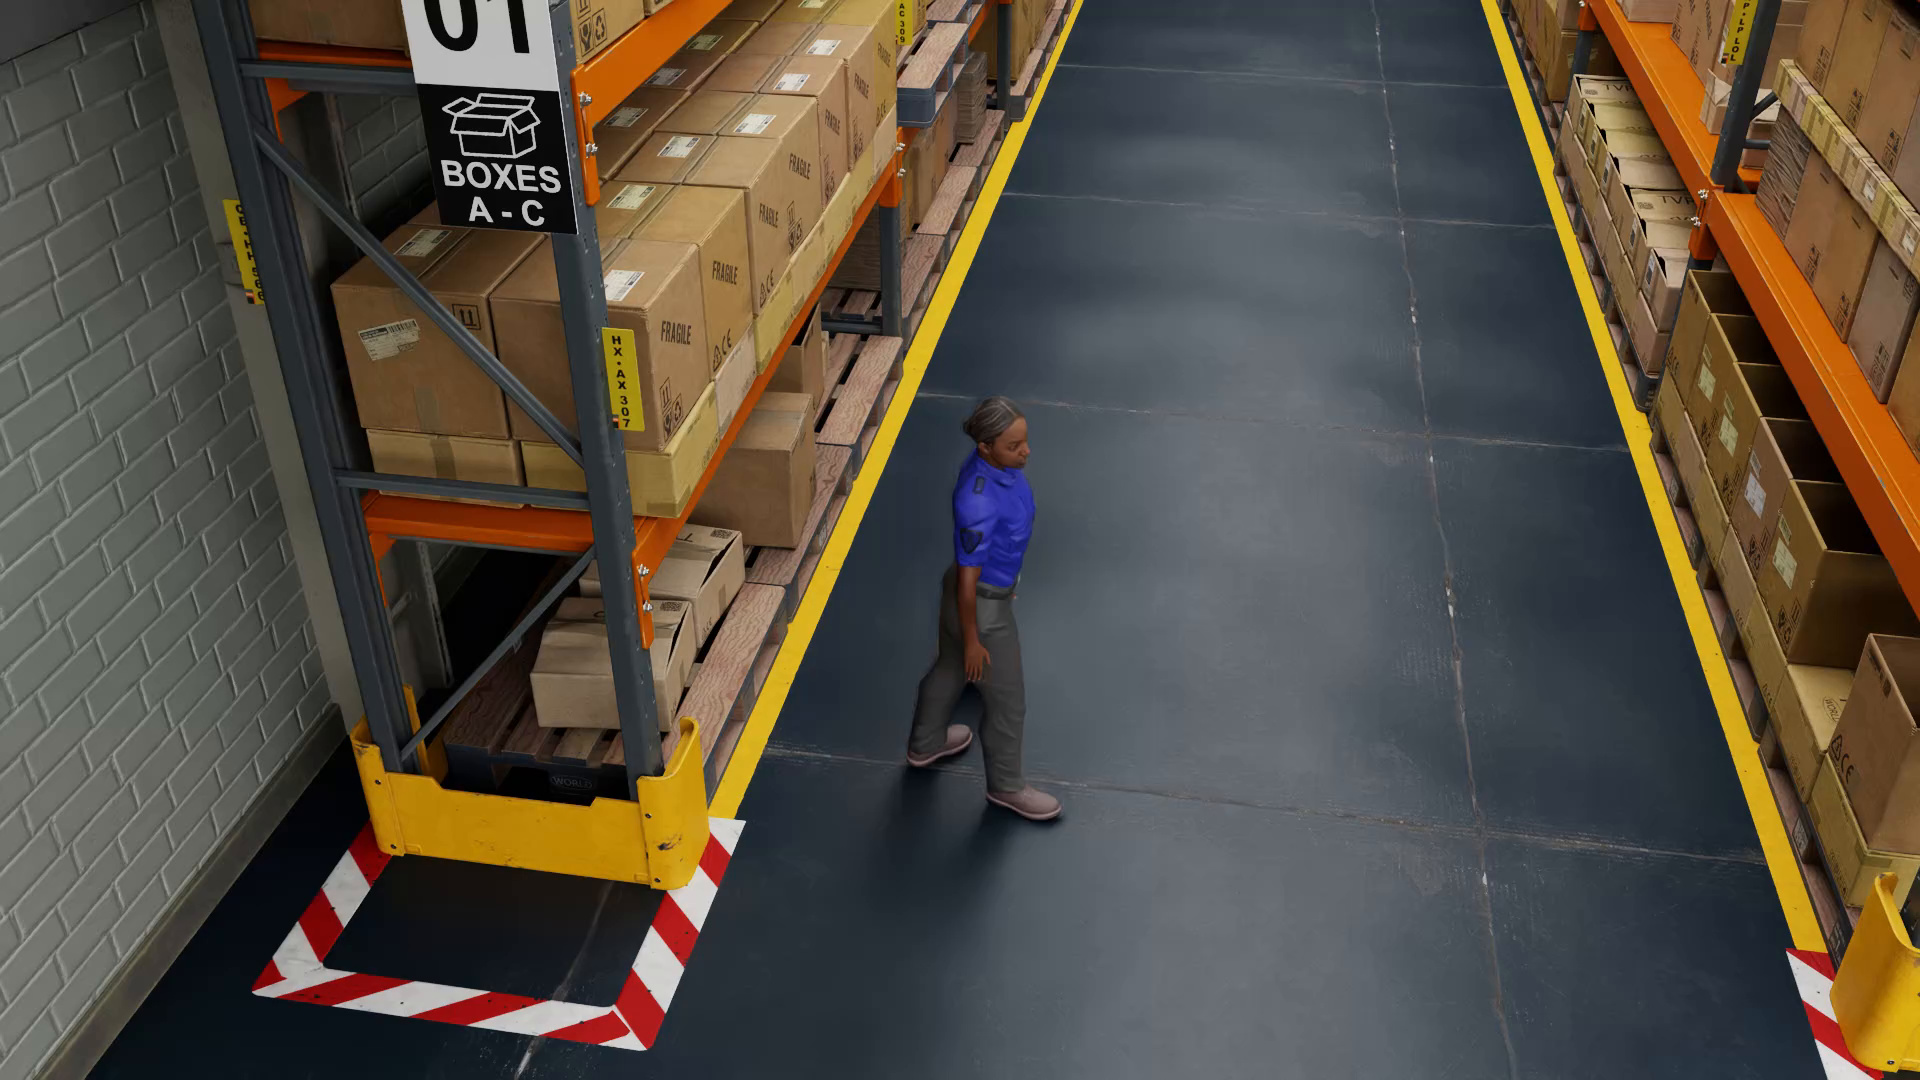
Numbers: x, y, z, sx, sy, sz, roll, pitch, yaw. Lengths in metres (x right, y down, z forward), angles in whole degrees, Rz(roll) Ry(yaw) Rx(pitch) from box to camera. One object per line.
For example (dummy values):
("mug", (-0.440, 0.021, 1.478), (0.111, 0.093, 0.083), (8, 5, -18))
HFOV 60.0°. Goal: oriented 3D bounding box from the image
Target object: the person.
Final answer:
("person", (0.088, 0.217, 5.798), (0.602, 1.644, 0.522), (3, 33, 5))
